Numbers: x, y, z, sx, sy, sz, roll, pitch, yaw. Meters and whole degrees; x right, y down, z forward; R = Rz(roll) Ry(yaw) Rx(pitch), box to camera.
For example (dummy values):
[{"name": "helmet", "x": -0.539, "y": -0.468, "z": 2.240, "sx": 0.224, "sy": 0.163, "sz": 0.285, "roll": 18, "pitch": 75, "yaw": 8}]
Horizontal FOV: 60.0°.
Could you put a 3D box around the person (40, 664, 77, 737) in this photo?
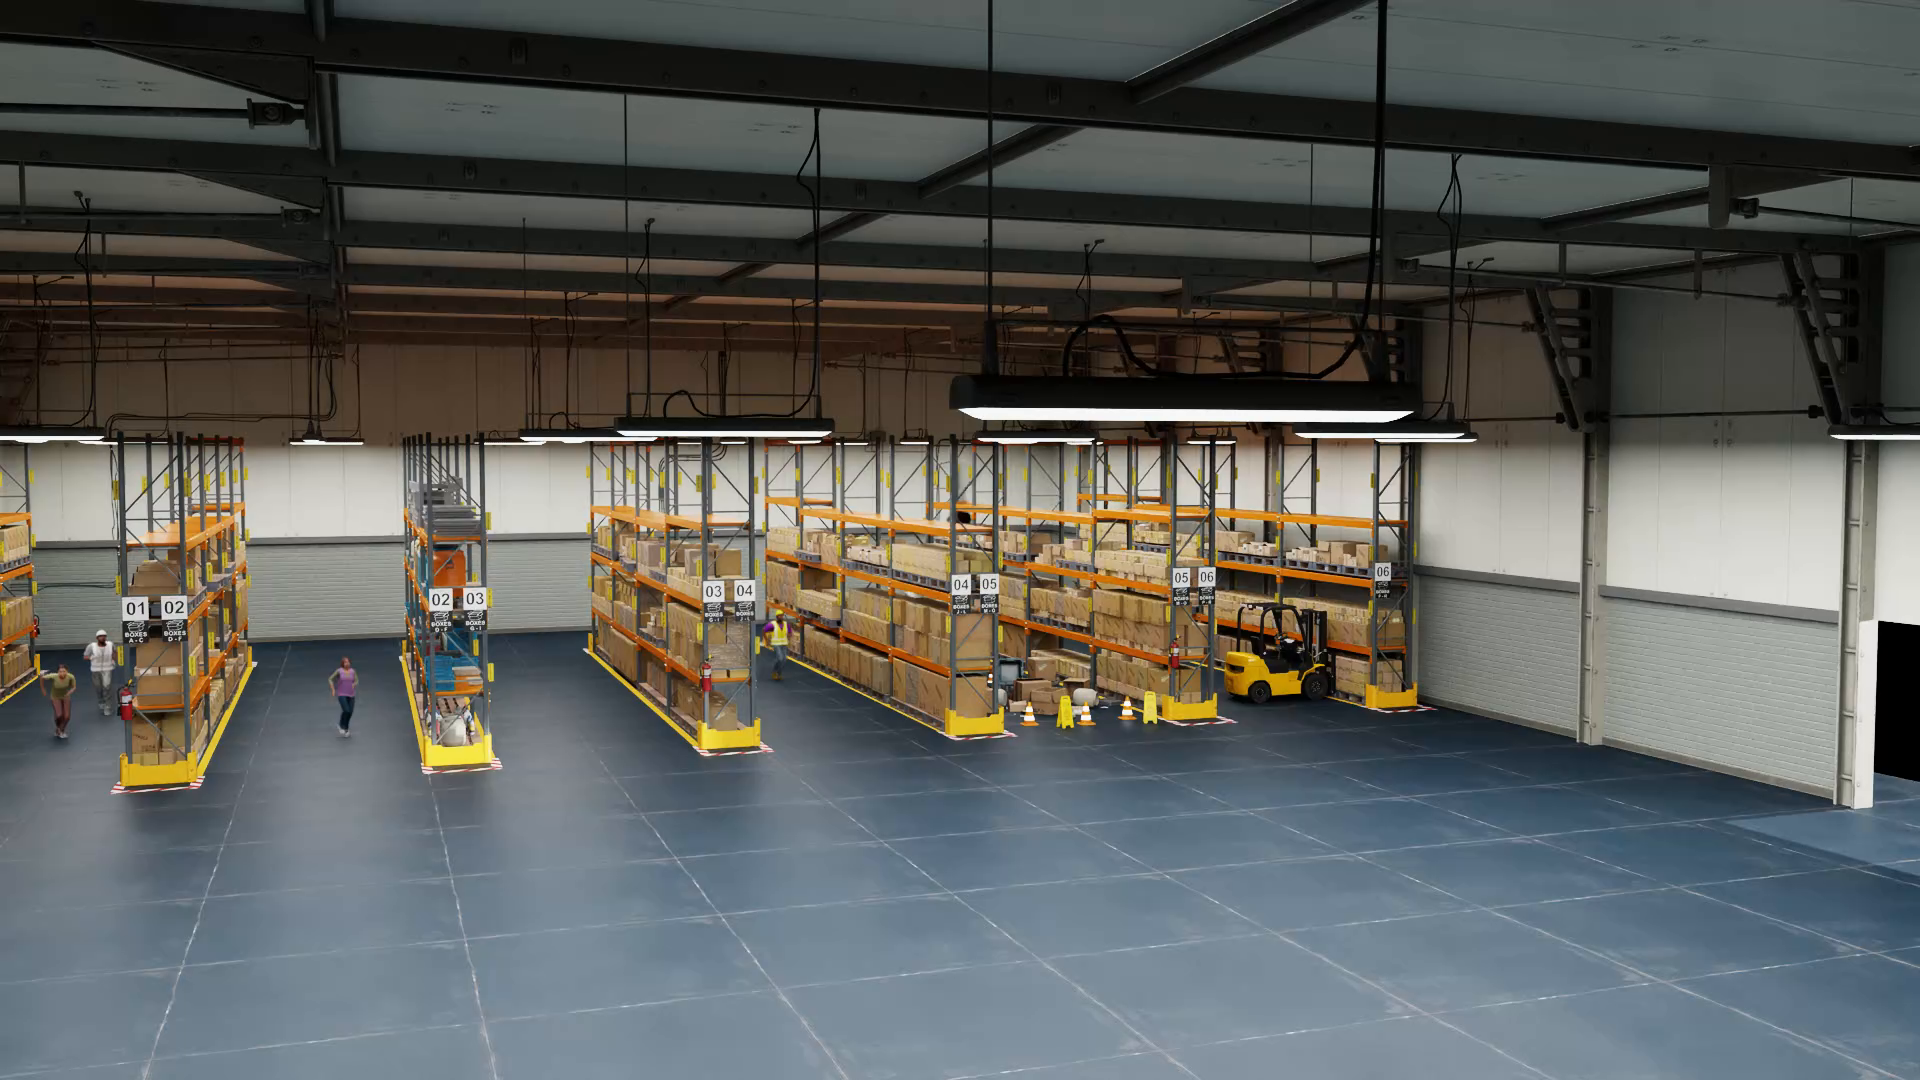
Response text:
[{"name": "person", "x": -17.708, "y": 3.163, "z": 32.676, "sx": 0.605, "sy": 1.503, "sz": 0.803, "roll": -2, "pitch": 4, "yaw": -38}]

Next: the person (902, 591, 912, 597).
[{"name": "person", "x": -1.658, "y": 2.077, "z": 50.831, "sx": 0.653, "sy": 1.646, "sz": 0.553, "roll": -1, "pitch": 3, "yaw": -25}]

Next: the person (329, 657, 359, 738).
[{"name": "person", "x": -12.118, "y": 3.101, "z": 32.814, "sx": 0.508, "sy": 1.593, "sz": 0.663, "roll": -3, "pitch": 4, "yaw": -41}]

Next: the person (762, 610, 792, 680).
[{"name": "person", "x": -4.412, "y": 2.581, "z": 40.757, "sx": 0.684, "sy": 1.726, "sz": 0.650, "roll": -2, "pitch": 4, "yaw": -34}]

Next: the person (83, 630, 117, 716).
[{"name": "person", "x": -18.511, "y": 2.855, "z": 35.812, "sx": 0.646, "sy": 1.847, "sz": 0.796, "roll": -2, "pitch": 4, "yaw": -27}]
